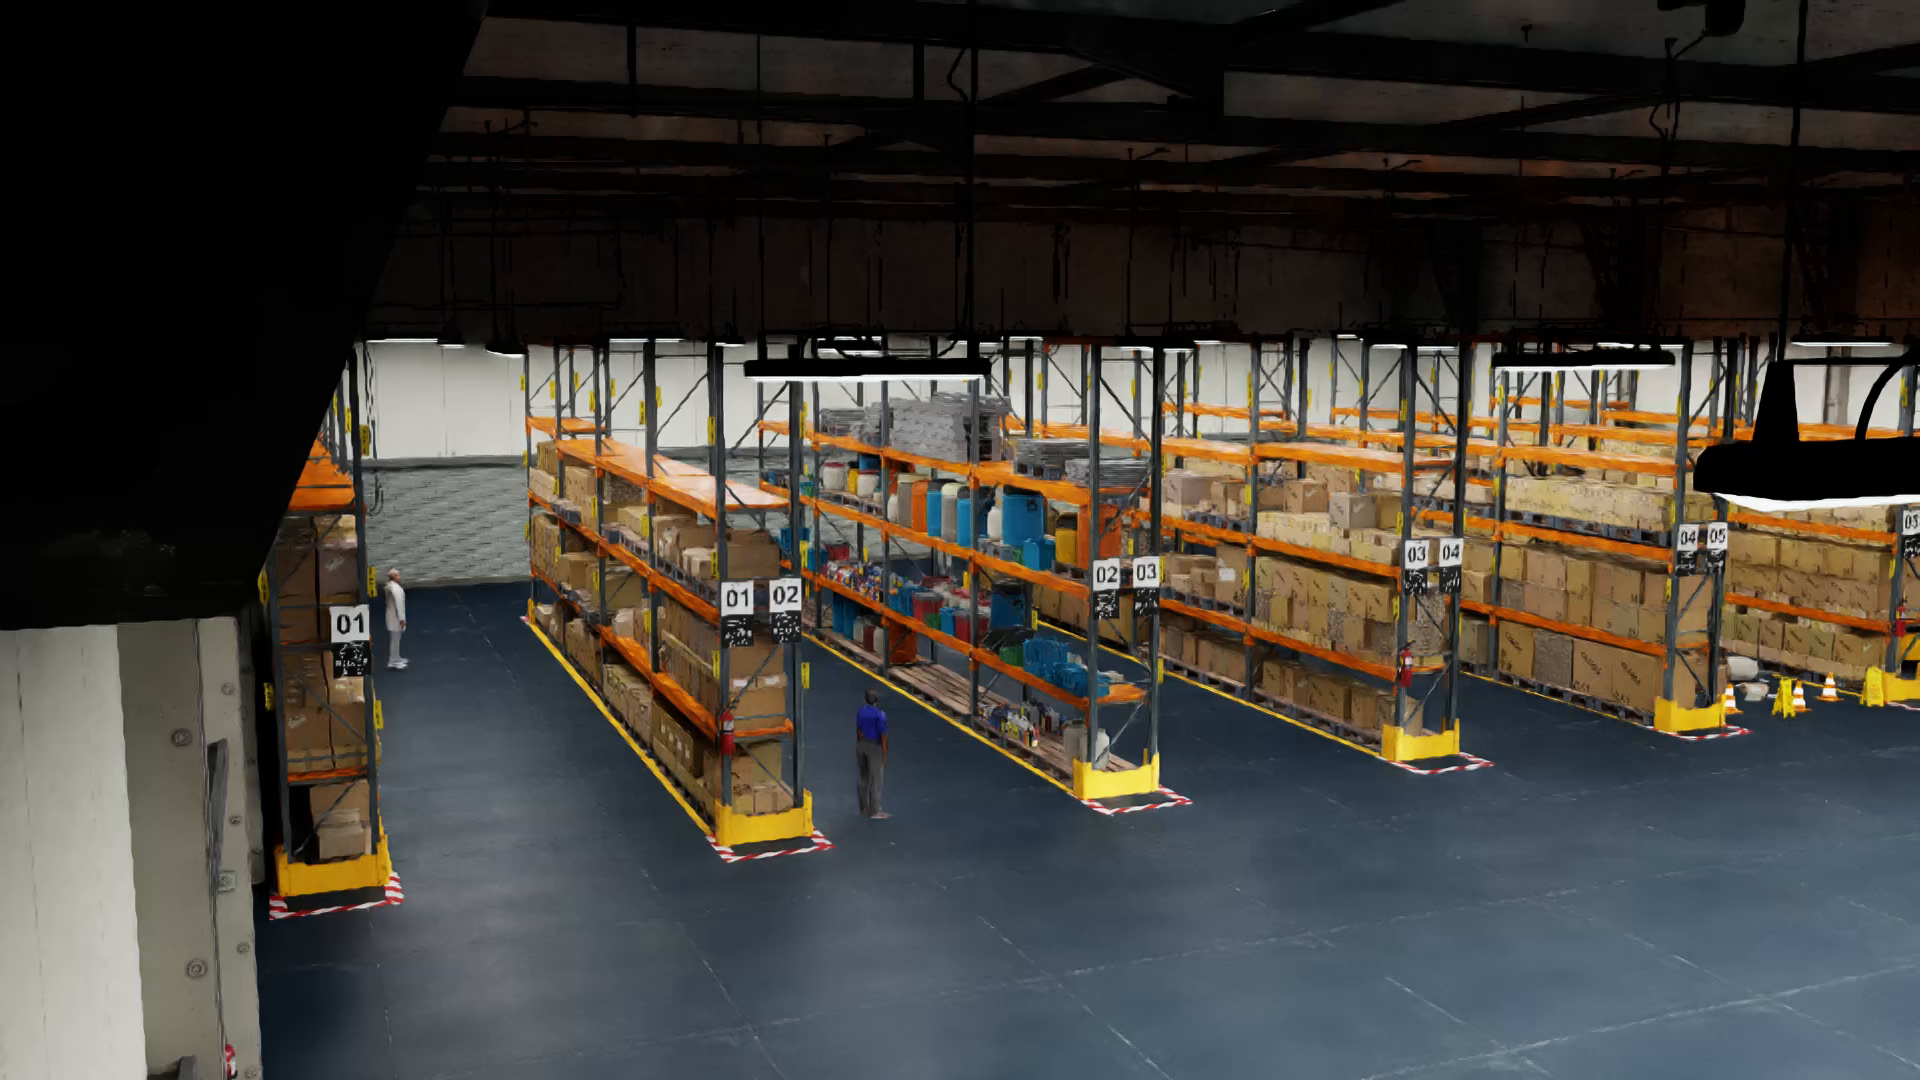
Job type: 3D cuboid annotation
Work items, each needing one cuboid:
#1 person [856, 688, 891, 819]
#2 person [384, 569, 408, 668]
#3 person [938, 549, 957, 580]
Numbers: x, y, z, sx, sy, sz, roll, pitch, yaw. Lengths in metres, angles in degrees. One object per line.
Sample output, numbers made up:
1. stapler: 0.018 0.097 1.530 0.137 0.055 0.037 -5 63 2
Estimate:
1. person: -1.106 2.692 21.169 0.499 1.661 0.415 6 9 36
2. person: -10.261 1.407 30.287 0.446 1.782 0.674 -5 9 -34
3. person: -0.346 0.225 39.787 0.516 1.663 0.529 2 8 15
